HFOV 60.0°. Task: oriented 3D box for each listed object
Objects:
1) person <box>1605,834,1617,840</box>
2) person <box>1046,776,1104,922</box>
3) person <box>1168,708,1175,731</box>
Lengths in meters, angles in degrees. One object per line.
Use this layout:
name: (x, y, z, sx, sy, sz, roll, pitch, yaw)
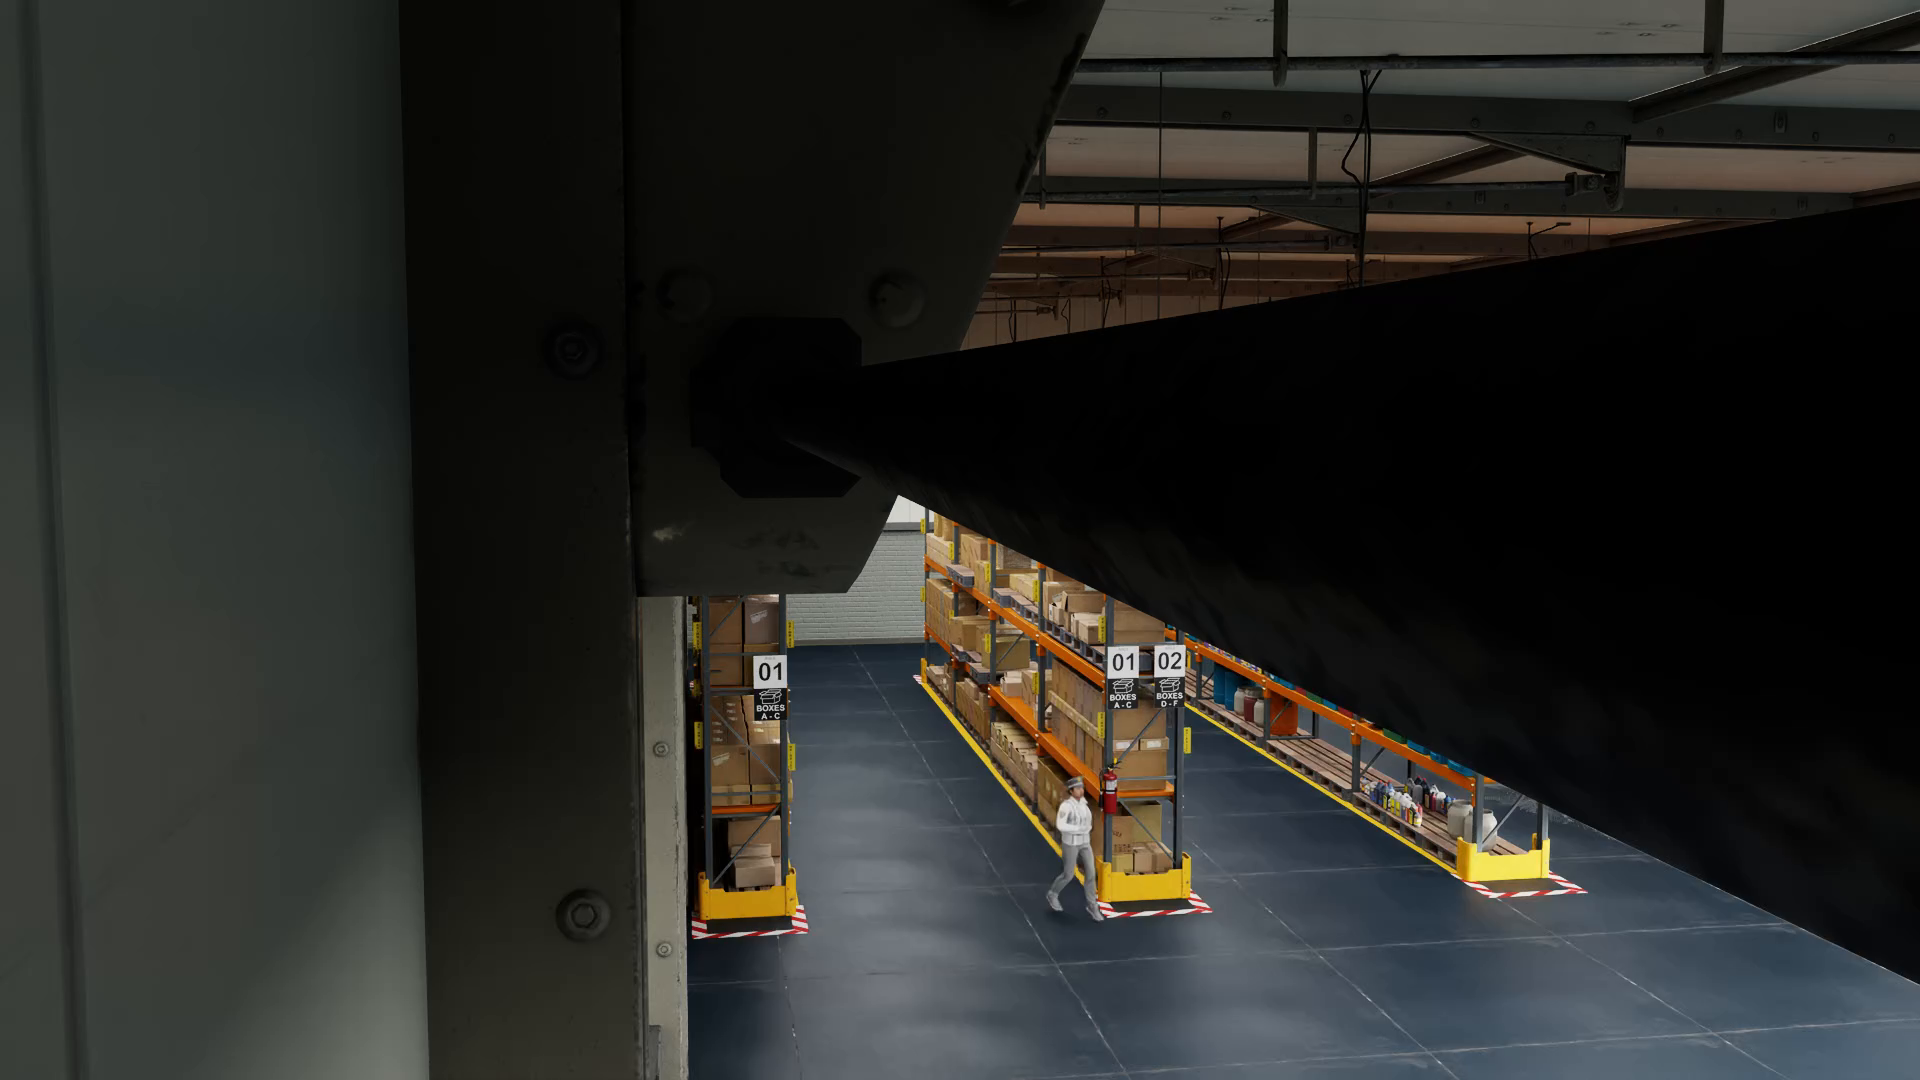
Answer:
person: (9.402, 3.513, 23.516, 0.525, 1.527, 0.649, -3, 6, -28)
person: (1.384, 3.714, 20.125, 0.613, 1.748, 0.777, -5, 7, -43)
person: (3.956, 2.813, 31.513, 0.615, 1.599, 0.964, -1, 5, -11)
